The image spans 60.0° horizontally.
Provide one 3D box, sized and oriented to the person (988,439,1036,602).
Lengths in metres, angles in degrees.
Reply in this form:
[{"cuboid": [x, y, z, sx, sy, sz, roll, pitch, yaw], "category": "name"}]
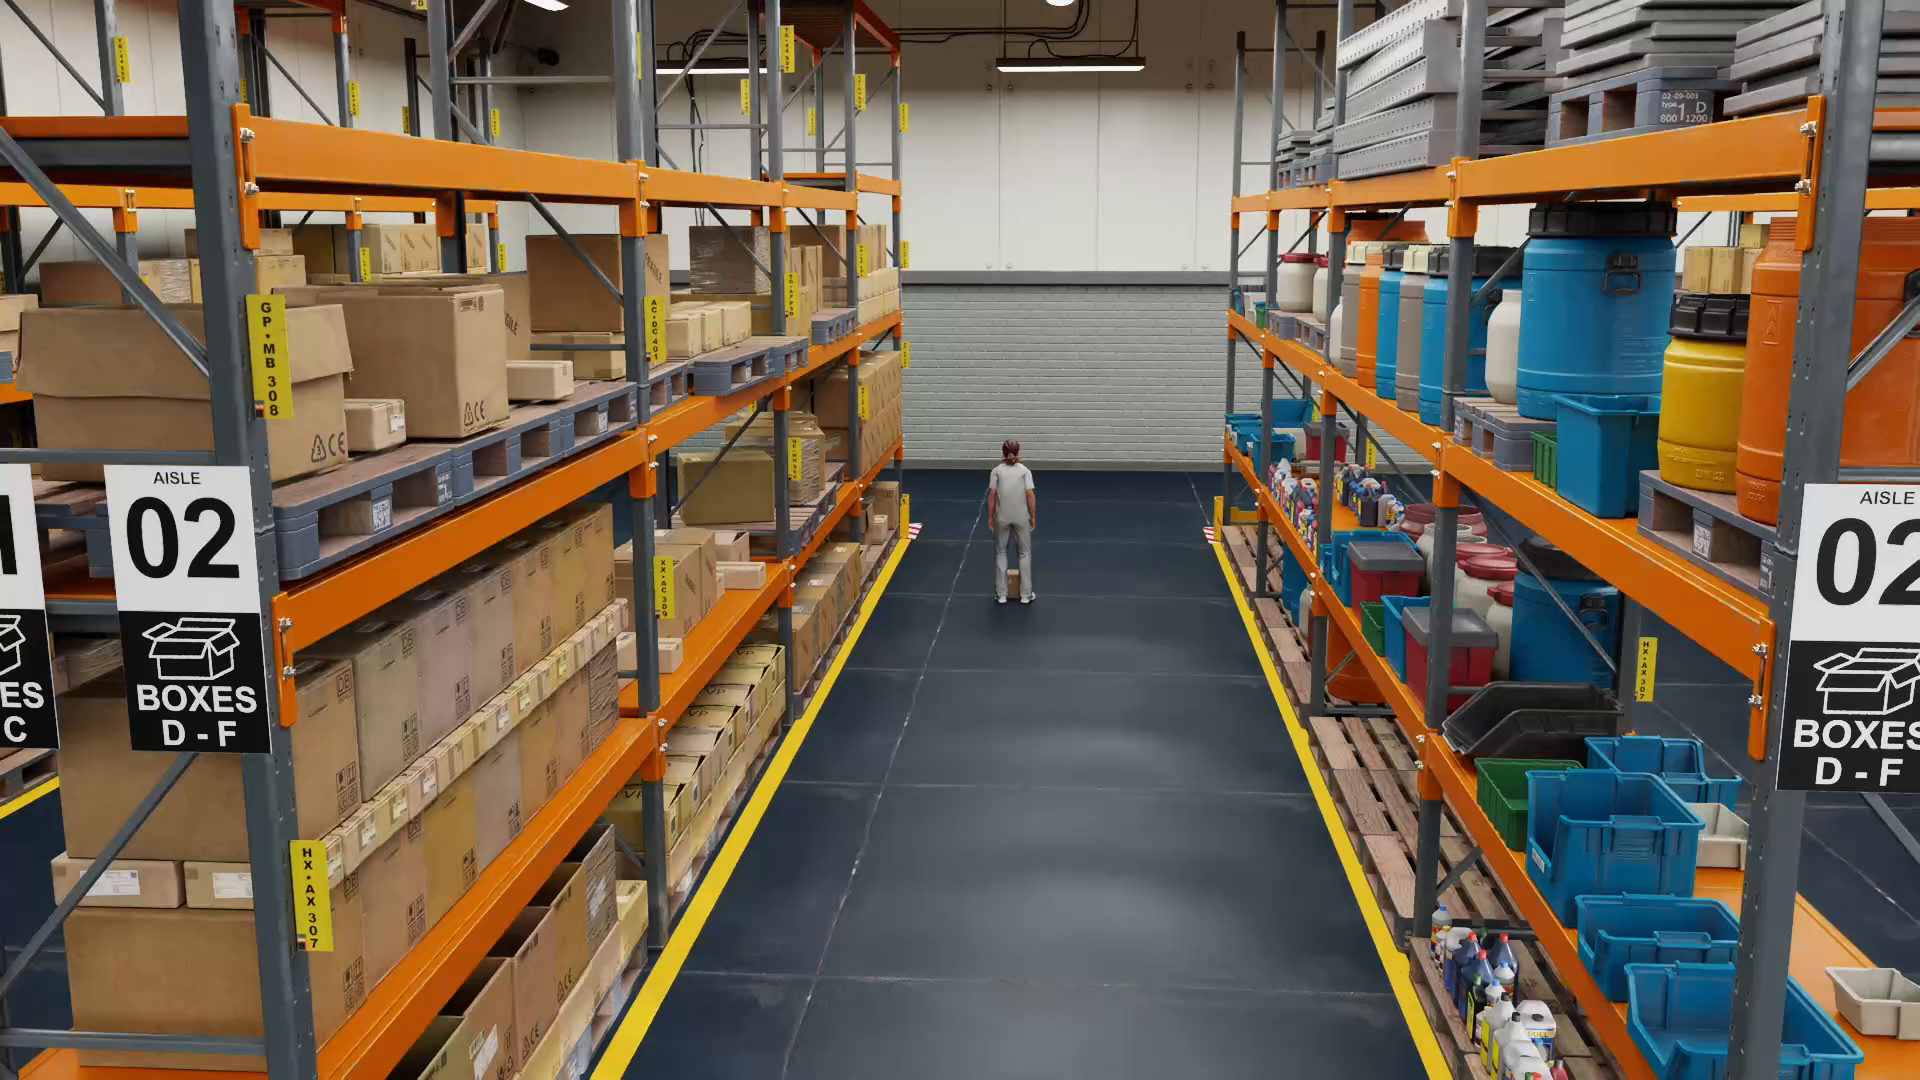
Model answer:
[{"cuboid": [0.528, -0.168, 16.965, 0.486, 1.615, 0.357, 1, 11, 4], "category": "person"}]
